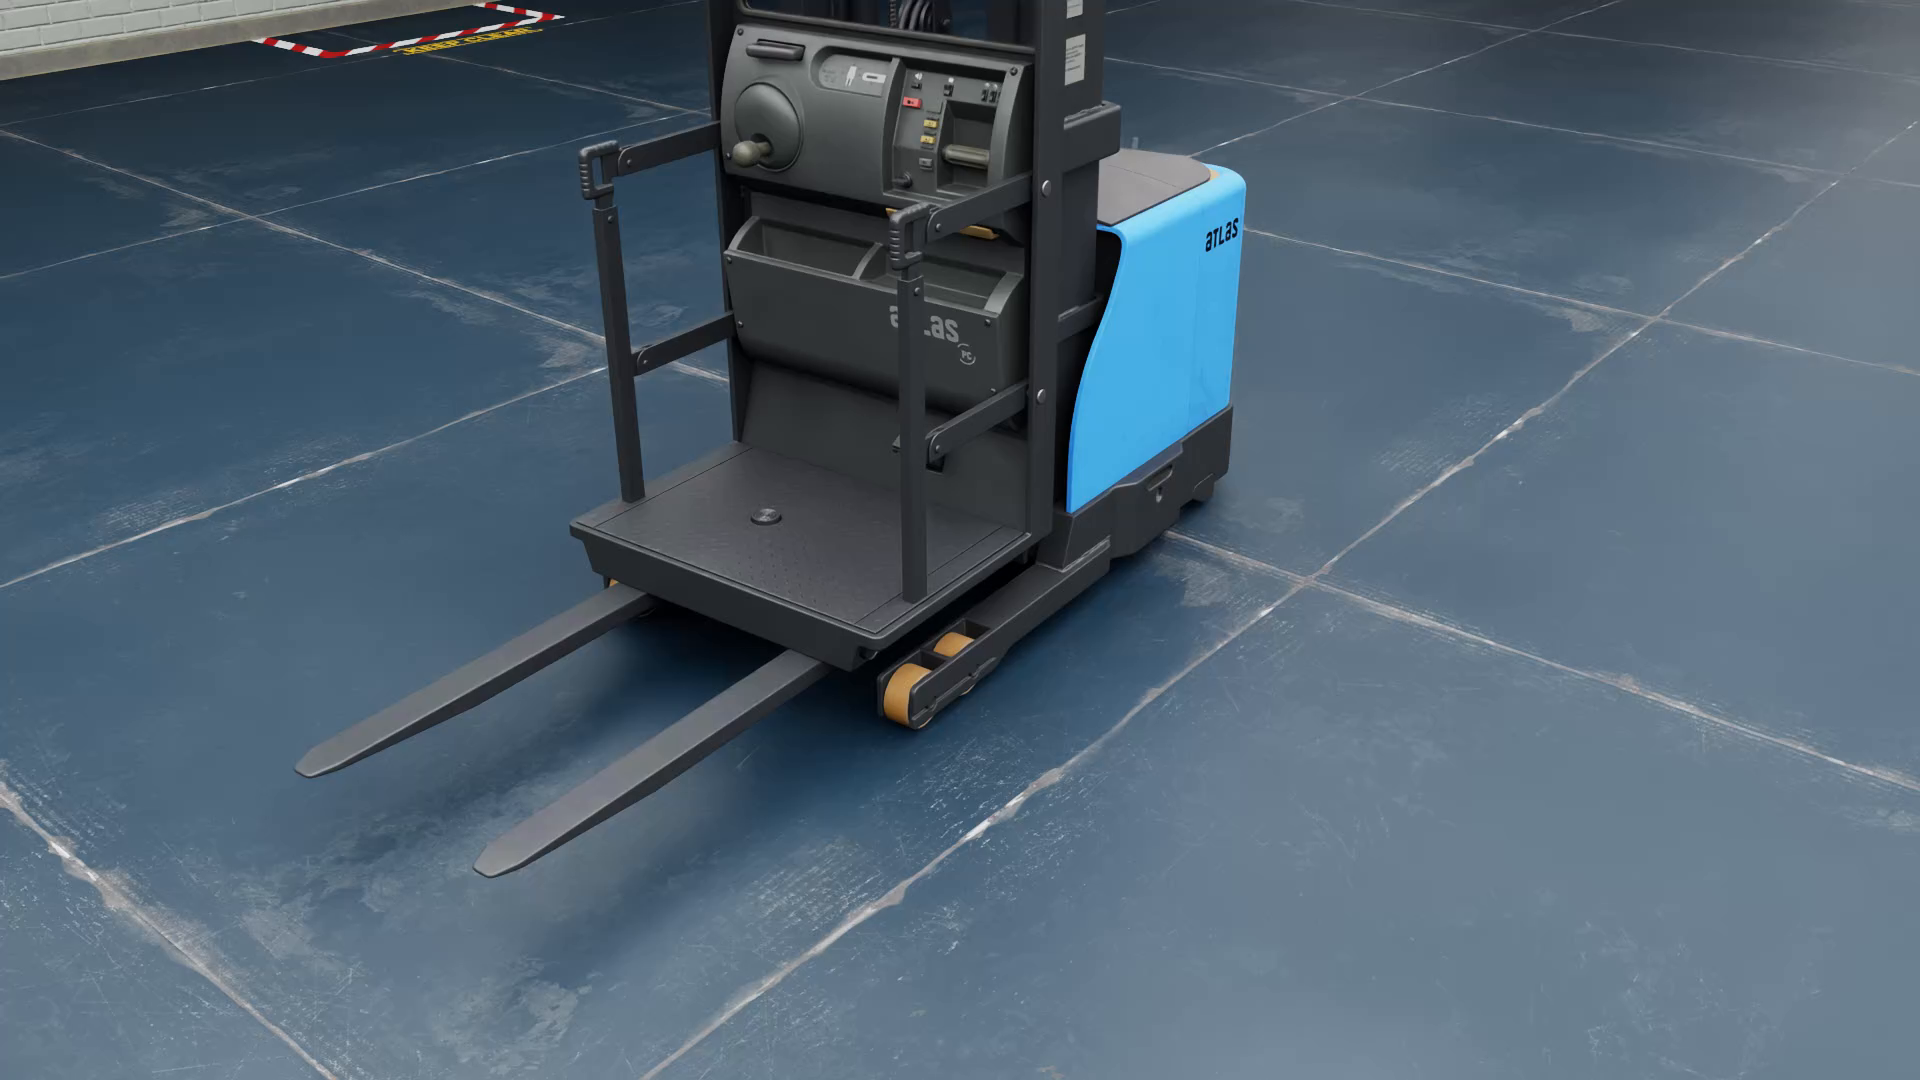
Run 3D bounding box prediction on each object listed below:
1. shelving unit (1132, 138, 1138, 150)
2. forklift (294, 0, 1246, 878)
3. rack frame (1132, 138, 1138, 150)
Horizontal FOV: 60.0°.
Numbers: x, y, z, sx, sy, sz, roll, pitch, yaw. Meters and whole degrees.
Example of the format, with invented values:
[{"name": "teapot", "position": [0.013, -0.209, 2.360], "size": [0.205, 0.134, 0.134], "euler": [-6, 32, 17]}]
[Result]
[{"name": "shelving unit", "position": [0.453, -0.929, 5.894], "size": [0.215, 1.050, 0.252], "euler": [-3, 28, -11]}, {"name": "forklift", "position": [-0.364, -1.066, 4.120], "size": [1.130, 2.935, 3.031], "euler": [18, 32, 31]}, {"name": "rack frame", "position": [0.478, -0.874, 5.788], "size": [0.200, 1.050, 0.008], "euler": [-3, 28, -11]}]
